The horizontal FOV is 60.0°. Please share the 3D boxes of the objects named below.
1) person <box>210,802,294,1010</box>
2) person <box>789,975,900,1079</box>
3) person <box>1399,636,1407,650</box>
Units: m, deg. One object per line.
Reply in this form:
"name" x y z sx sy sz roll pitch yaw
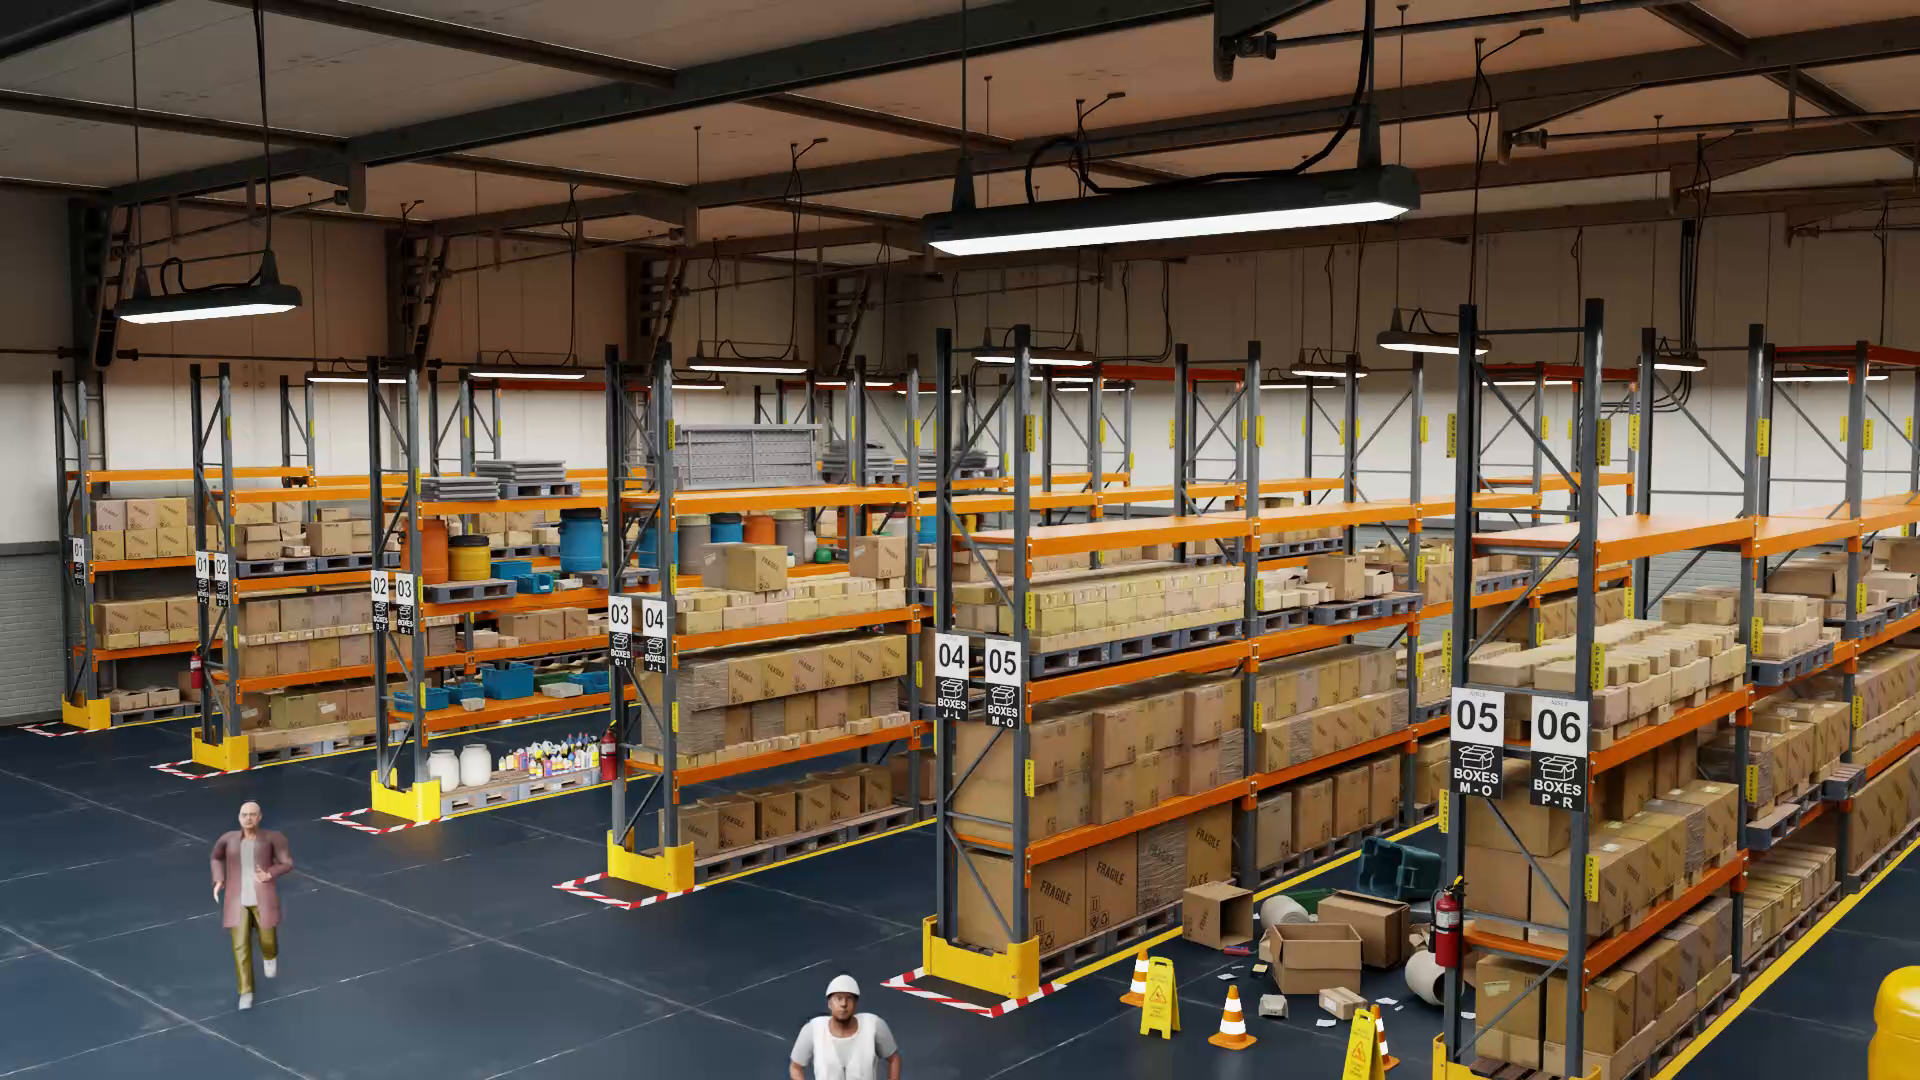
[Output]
"person" -6.332 3.213 14.860 0.720 1.751 0.964 -1 4 -16
"person" -0.718 3.561 10.414 0.702 1.720 0.672 -1 4 -8
"person" 7.022 2.405 26.174 0.686 1.800 0.731 4 6 43
